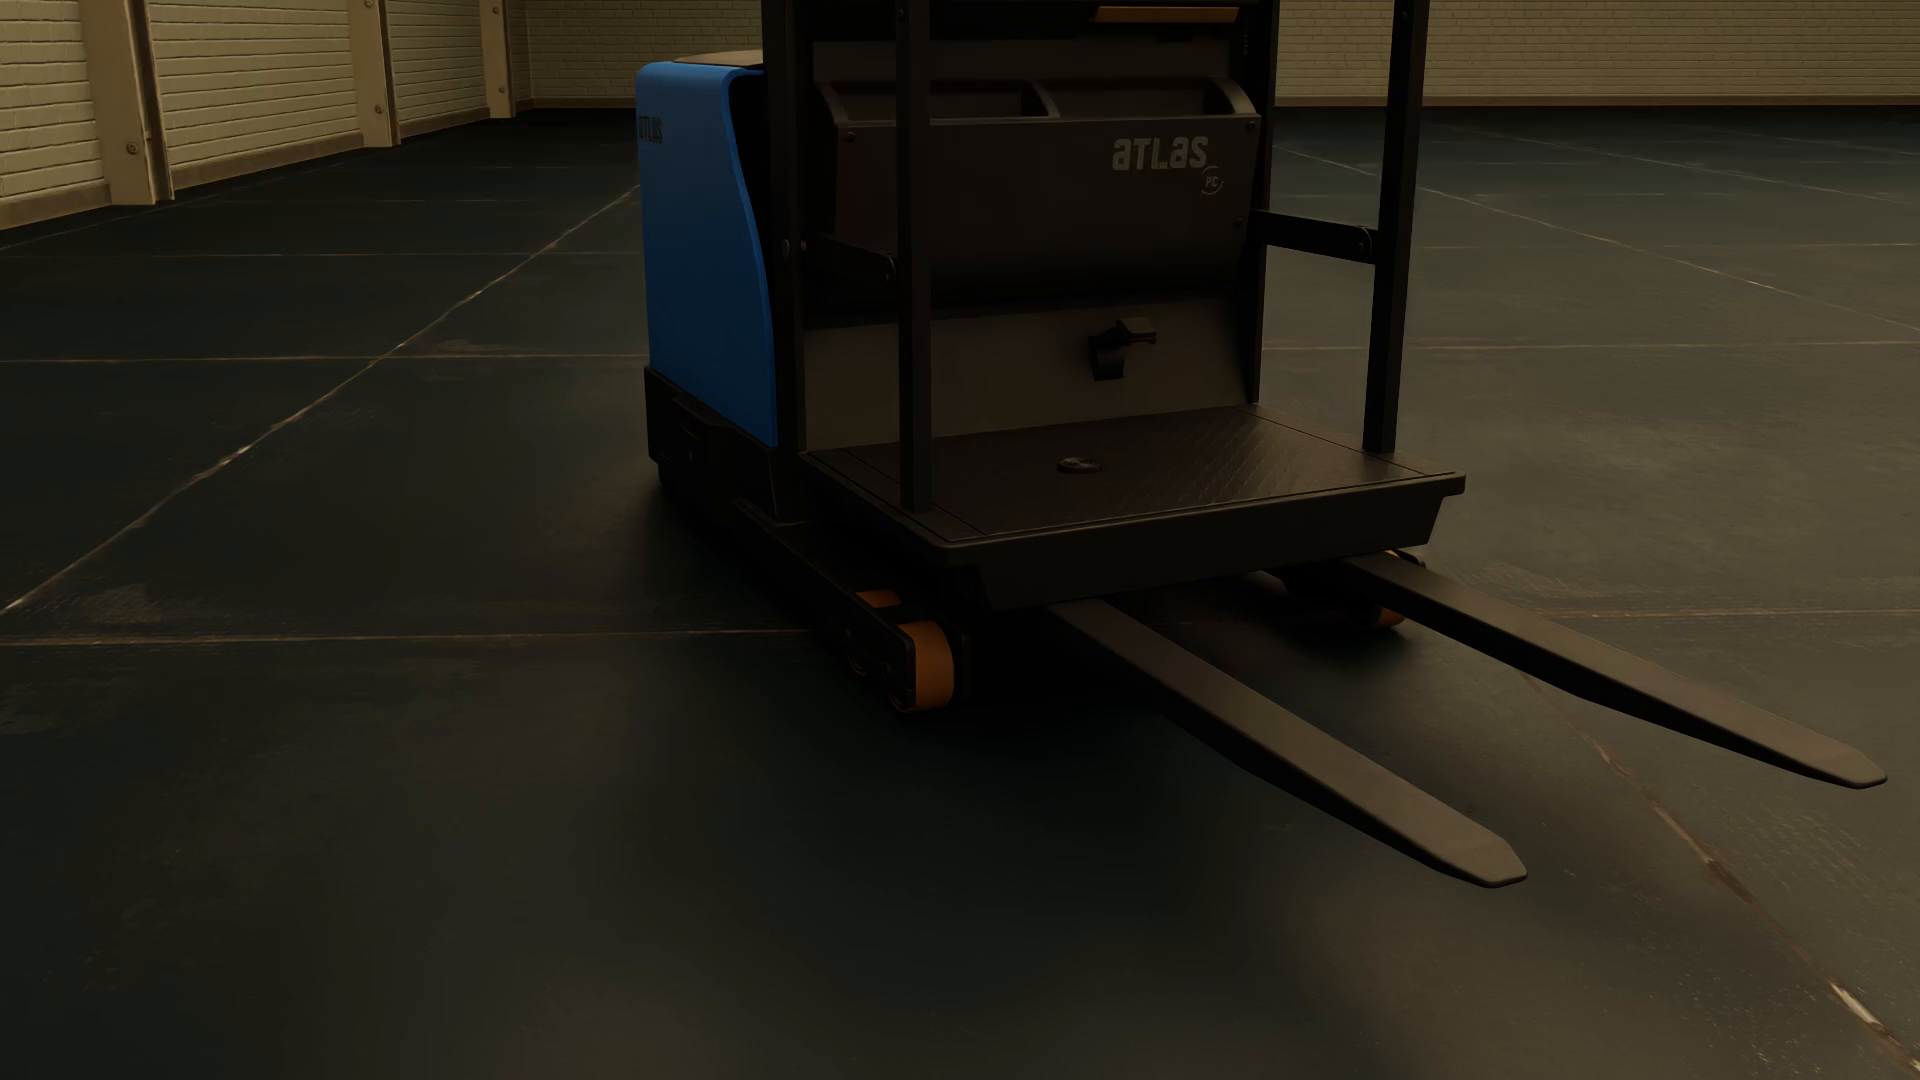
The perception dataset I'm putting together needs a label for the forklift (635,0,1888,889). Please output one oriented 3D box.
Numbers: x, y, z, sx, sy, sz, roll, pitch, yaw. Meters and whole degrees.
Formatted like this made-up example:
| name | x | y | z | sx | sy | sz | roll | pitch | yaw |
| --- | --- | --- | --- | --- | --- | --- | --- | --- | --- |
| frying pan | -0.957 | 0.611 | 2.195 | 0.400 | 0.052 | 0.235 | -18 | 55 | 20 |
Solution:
| name | x | y | z | sx | sy | sz | roll | pitch | yaw |
| --- | --- | --- | --- | --- | --- | --- | --- | --- | --- |
| forklift | 0.258 | -1.240 | 2.962 | 1.130 | 2.935 | 3.031 | -8 | 19 | -24 |
